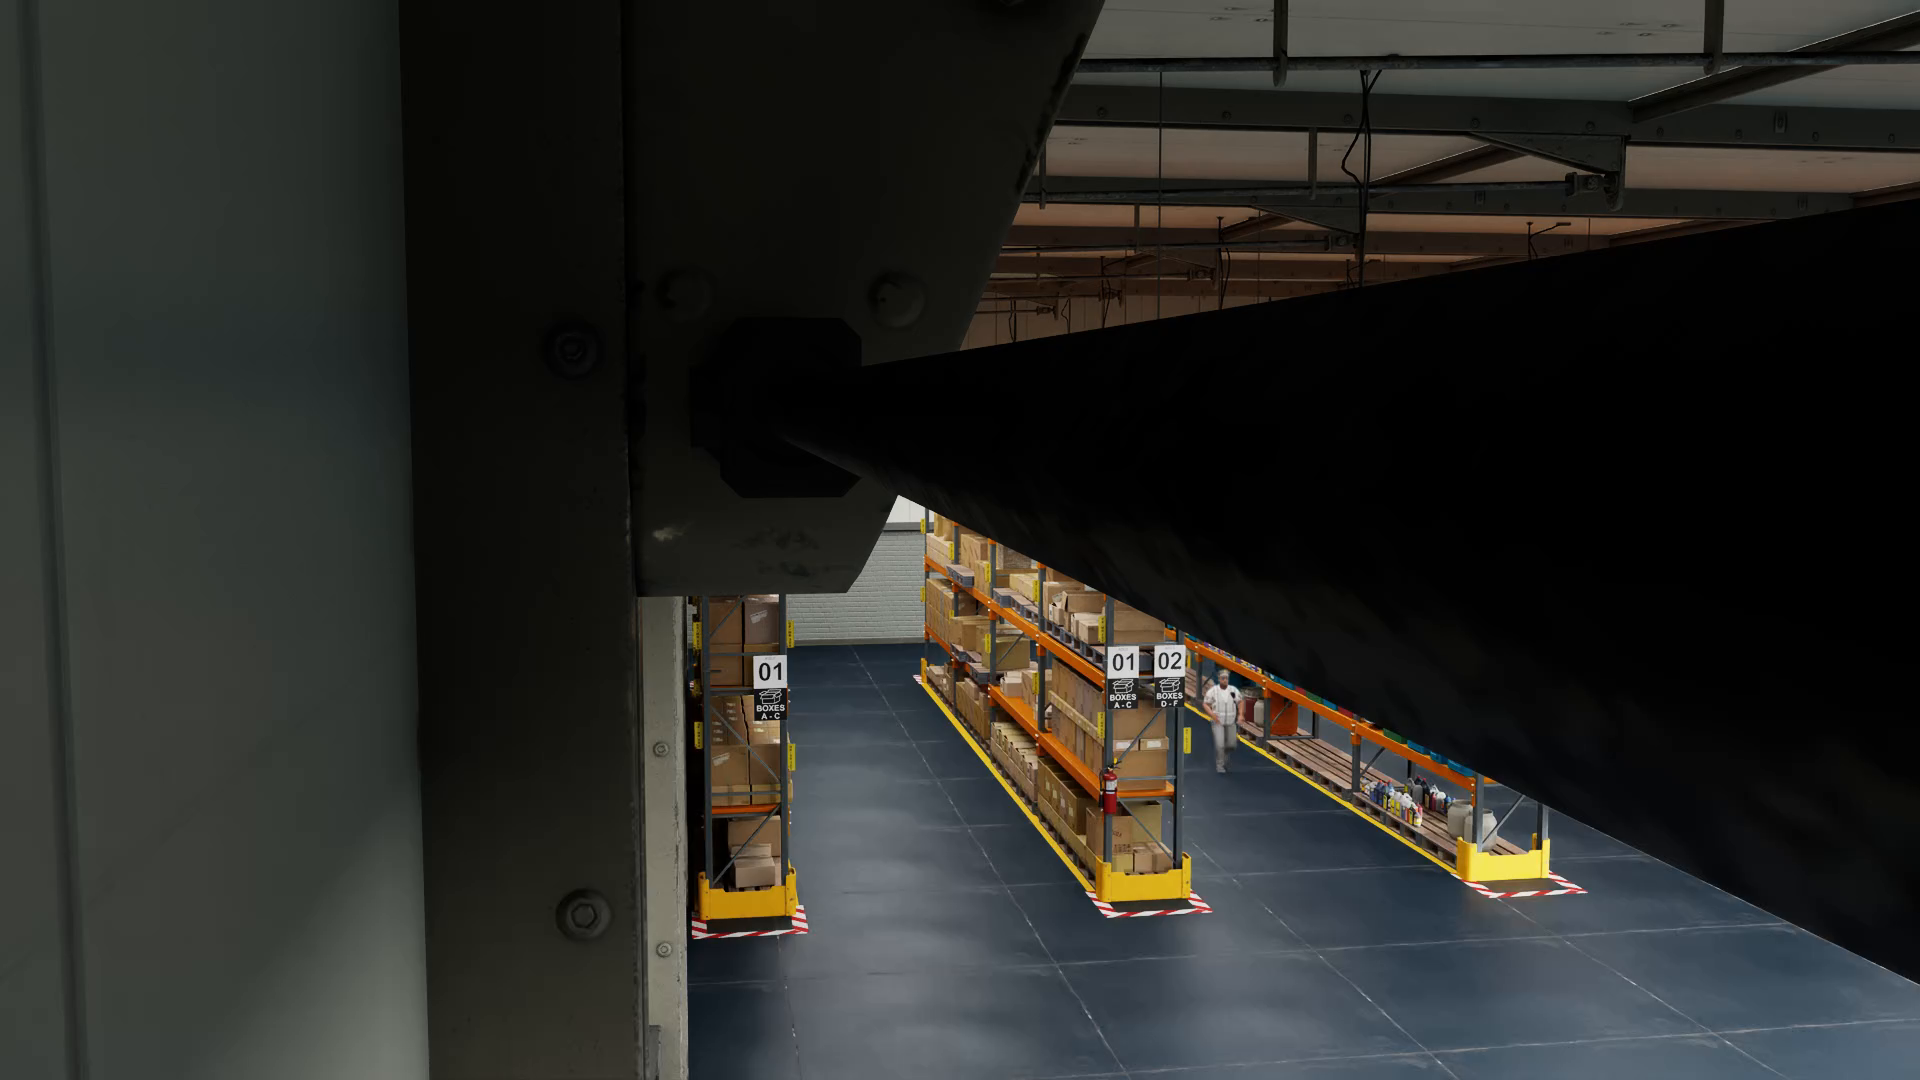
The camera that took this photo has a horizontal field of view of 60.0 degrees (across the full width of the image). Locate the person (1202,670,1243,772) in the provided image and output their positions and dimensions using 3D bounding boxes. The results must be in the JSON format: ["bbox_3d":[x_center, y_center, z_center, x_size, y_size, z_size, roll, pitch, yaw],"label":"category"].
[{"bbox_3d":[4.411,3.012,27.808,0.713,1.728,0.607,0,5,-5],"label":"person"}]
